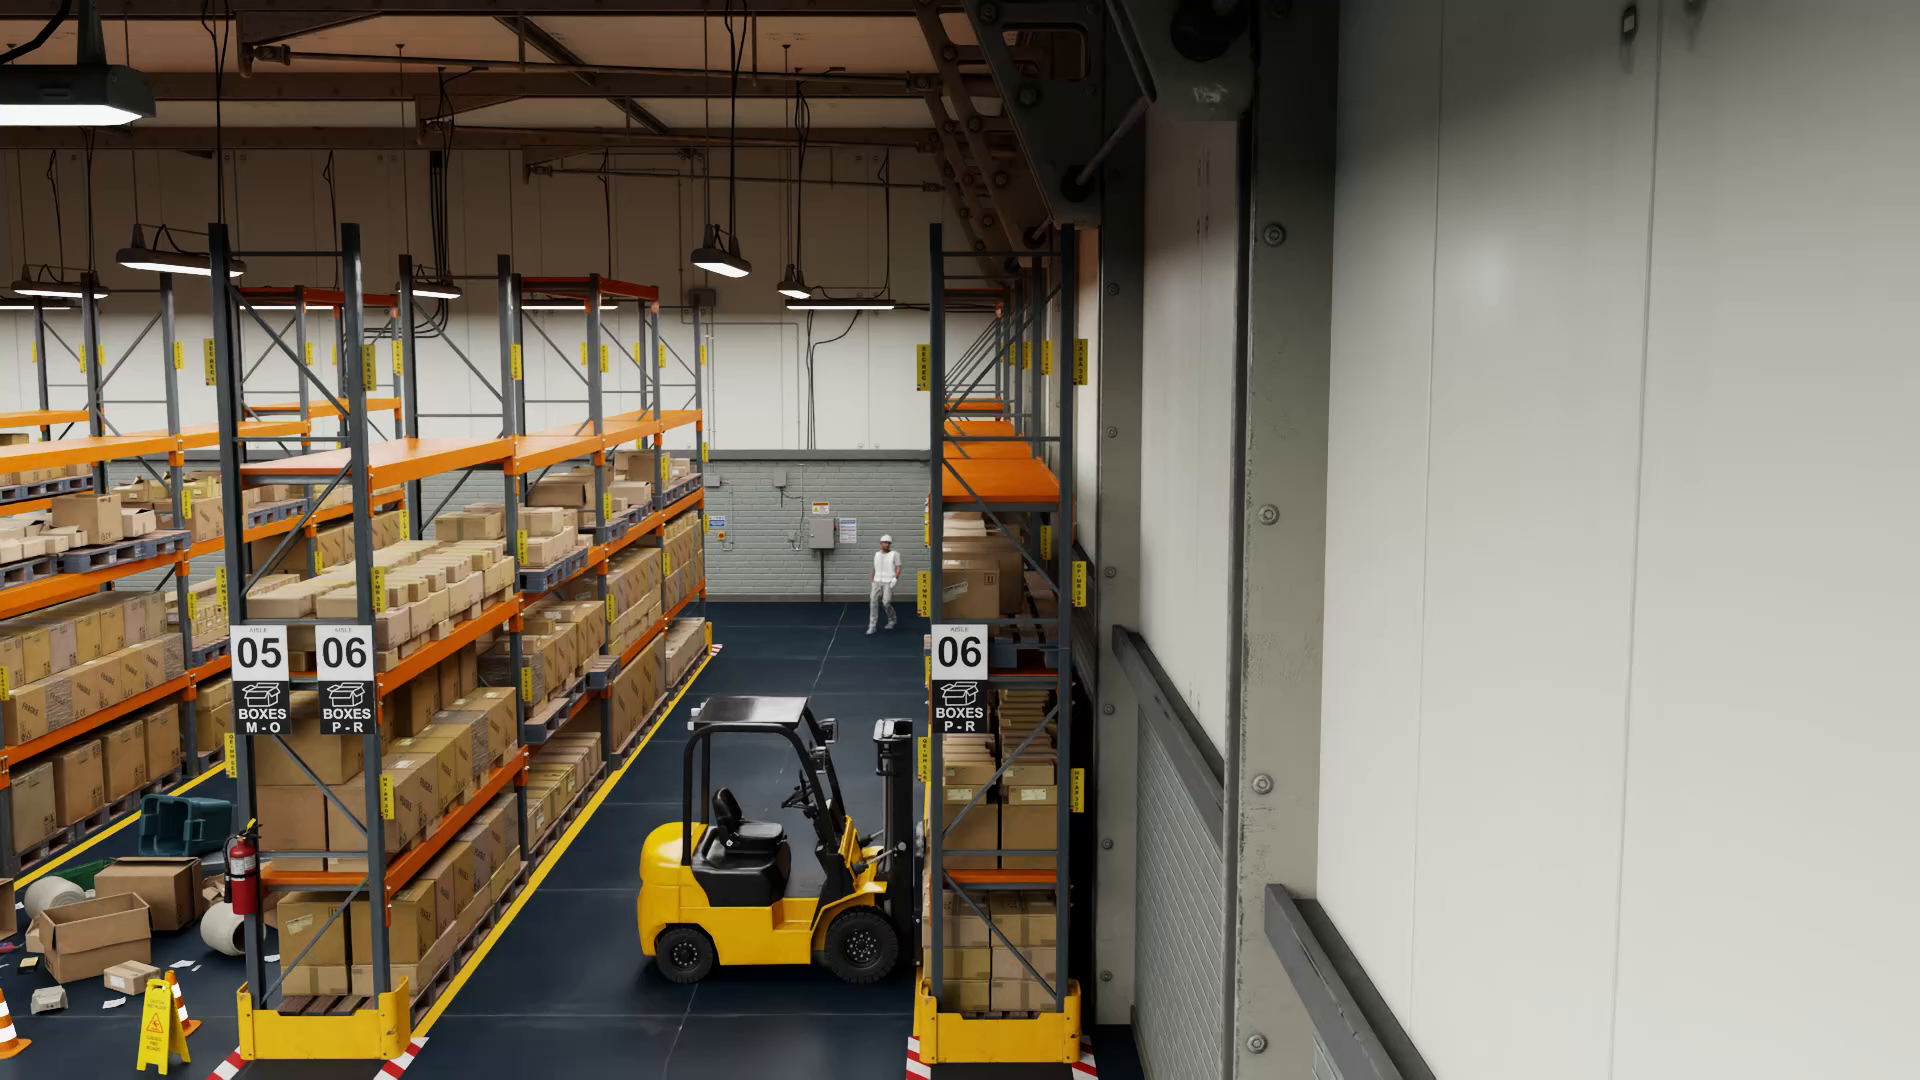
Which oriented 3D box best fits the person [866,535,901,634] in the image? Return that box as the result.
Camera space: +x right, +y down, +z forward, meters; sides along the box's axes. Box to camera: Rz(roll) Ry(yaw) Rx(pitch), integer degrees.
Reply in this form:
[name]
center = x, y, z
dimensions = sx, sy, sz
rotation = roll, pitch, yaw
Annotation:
[person]
center = -1.398, 0.810, 30.115
dimensions = 0.597, 1.770, 0.651
rotation = 3, 7, 26
